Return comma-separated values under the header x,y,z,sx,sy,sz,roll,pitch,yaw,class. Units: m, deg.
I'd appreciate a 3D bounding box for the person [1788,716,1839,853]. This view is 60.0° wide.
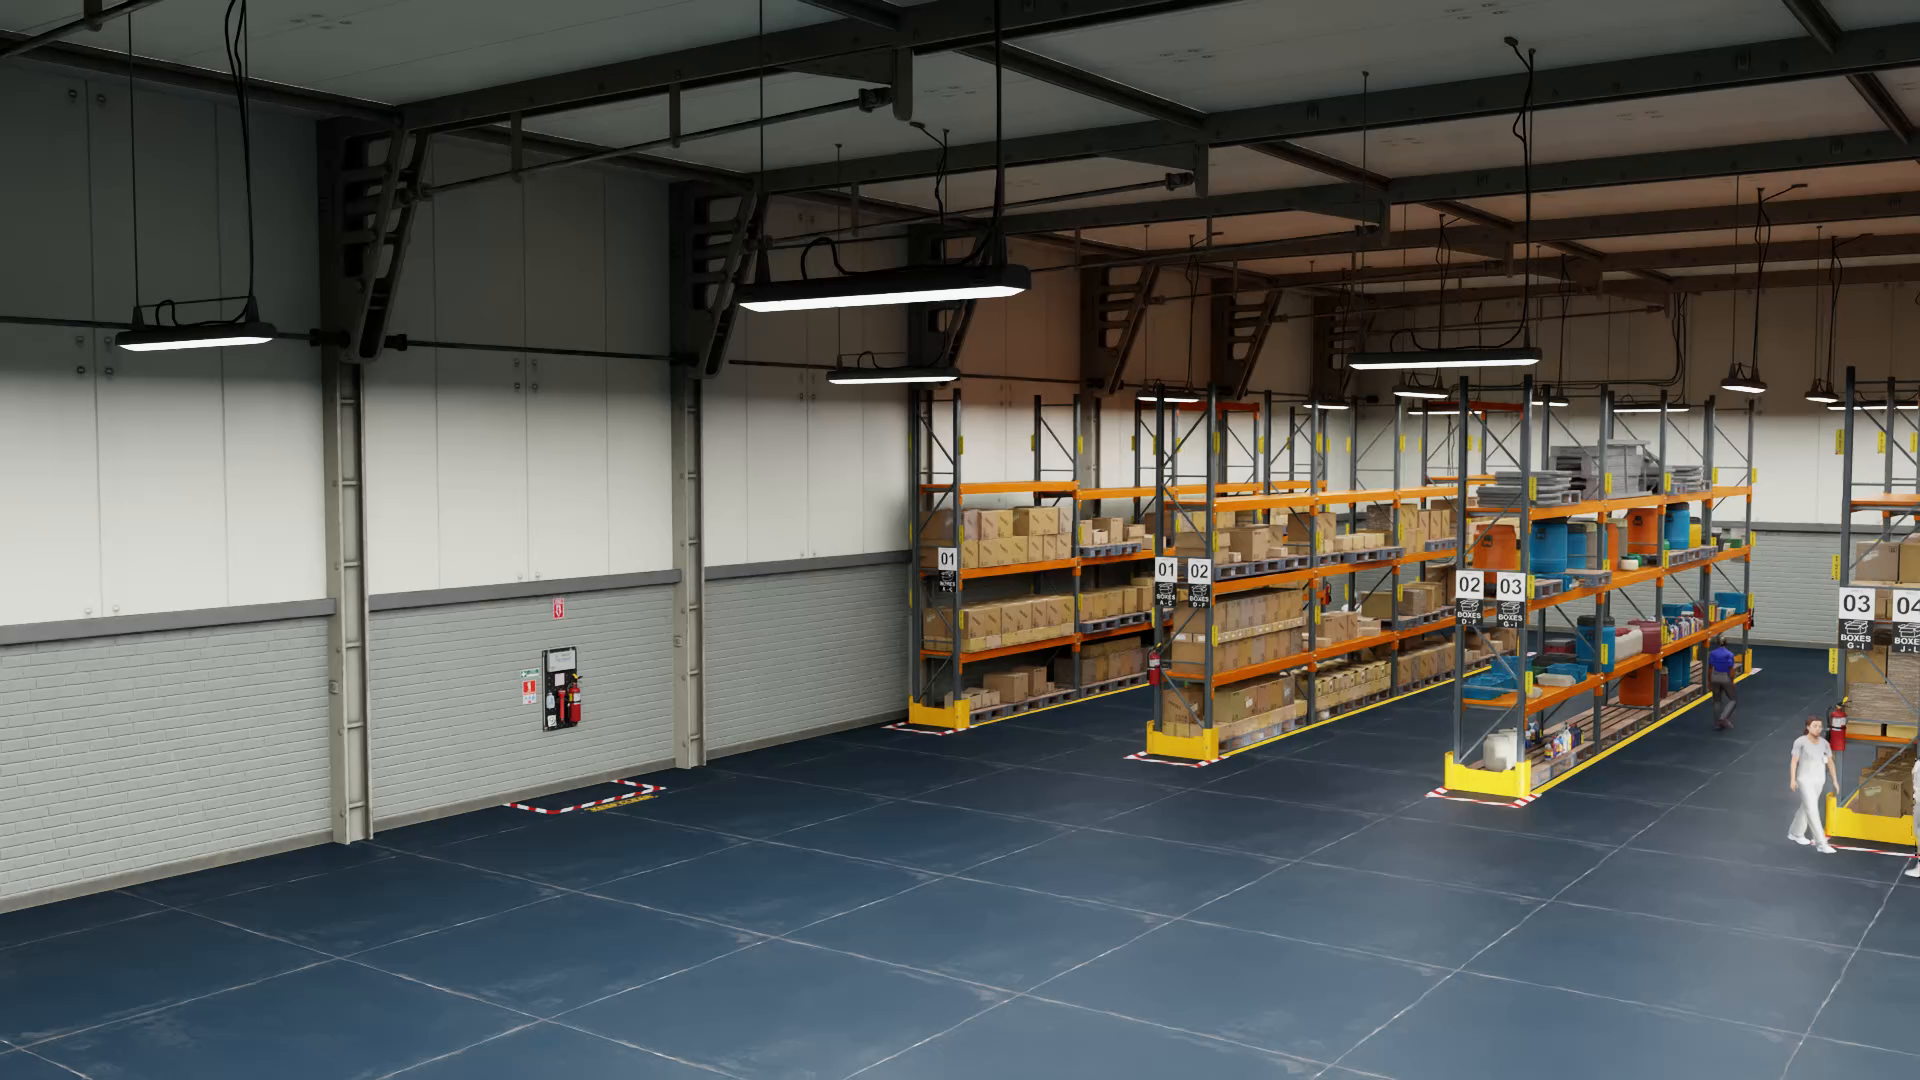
x,y,z,sx,sy,sz,roll,pitch,yaw,class
10.554,2.993,20.516,0.467,1.634,0.854,0,3,-9,person

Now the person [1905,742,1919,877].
x,y,z,sx,sy,sz,roll,pitch,yaw,class
11.296,3.054,19.263,0.711,1.660,0.491,0,3,-3,person

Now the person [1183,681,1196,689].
x,y,z,sx,sy,sz,roll,pitch,yaw,class
4.662,2.217,33.160,0.598,1.791,0.465,1,3,10,person

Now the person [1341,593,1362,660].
x,y,z,sx,sy,sz,roll,pitch,yaw,class
8.697,2.013,37.201,1.063,1.707,0.607,-2,4,-36,person

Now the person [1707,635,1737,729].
x,y,z,sx,sy,sz,roll,pitch,yaw,class
13.391,2.510,29.254,0.494,1.656,0.460,3,4,42,person
